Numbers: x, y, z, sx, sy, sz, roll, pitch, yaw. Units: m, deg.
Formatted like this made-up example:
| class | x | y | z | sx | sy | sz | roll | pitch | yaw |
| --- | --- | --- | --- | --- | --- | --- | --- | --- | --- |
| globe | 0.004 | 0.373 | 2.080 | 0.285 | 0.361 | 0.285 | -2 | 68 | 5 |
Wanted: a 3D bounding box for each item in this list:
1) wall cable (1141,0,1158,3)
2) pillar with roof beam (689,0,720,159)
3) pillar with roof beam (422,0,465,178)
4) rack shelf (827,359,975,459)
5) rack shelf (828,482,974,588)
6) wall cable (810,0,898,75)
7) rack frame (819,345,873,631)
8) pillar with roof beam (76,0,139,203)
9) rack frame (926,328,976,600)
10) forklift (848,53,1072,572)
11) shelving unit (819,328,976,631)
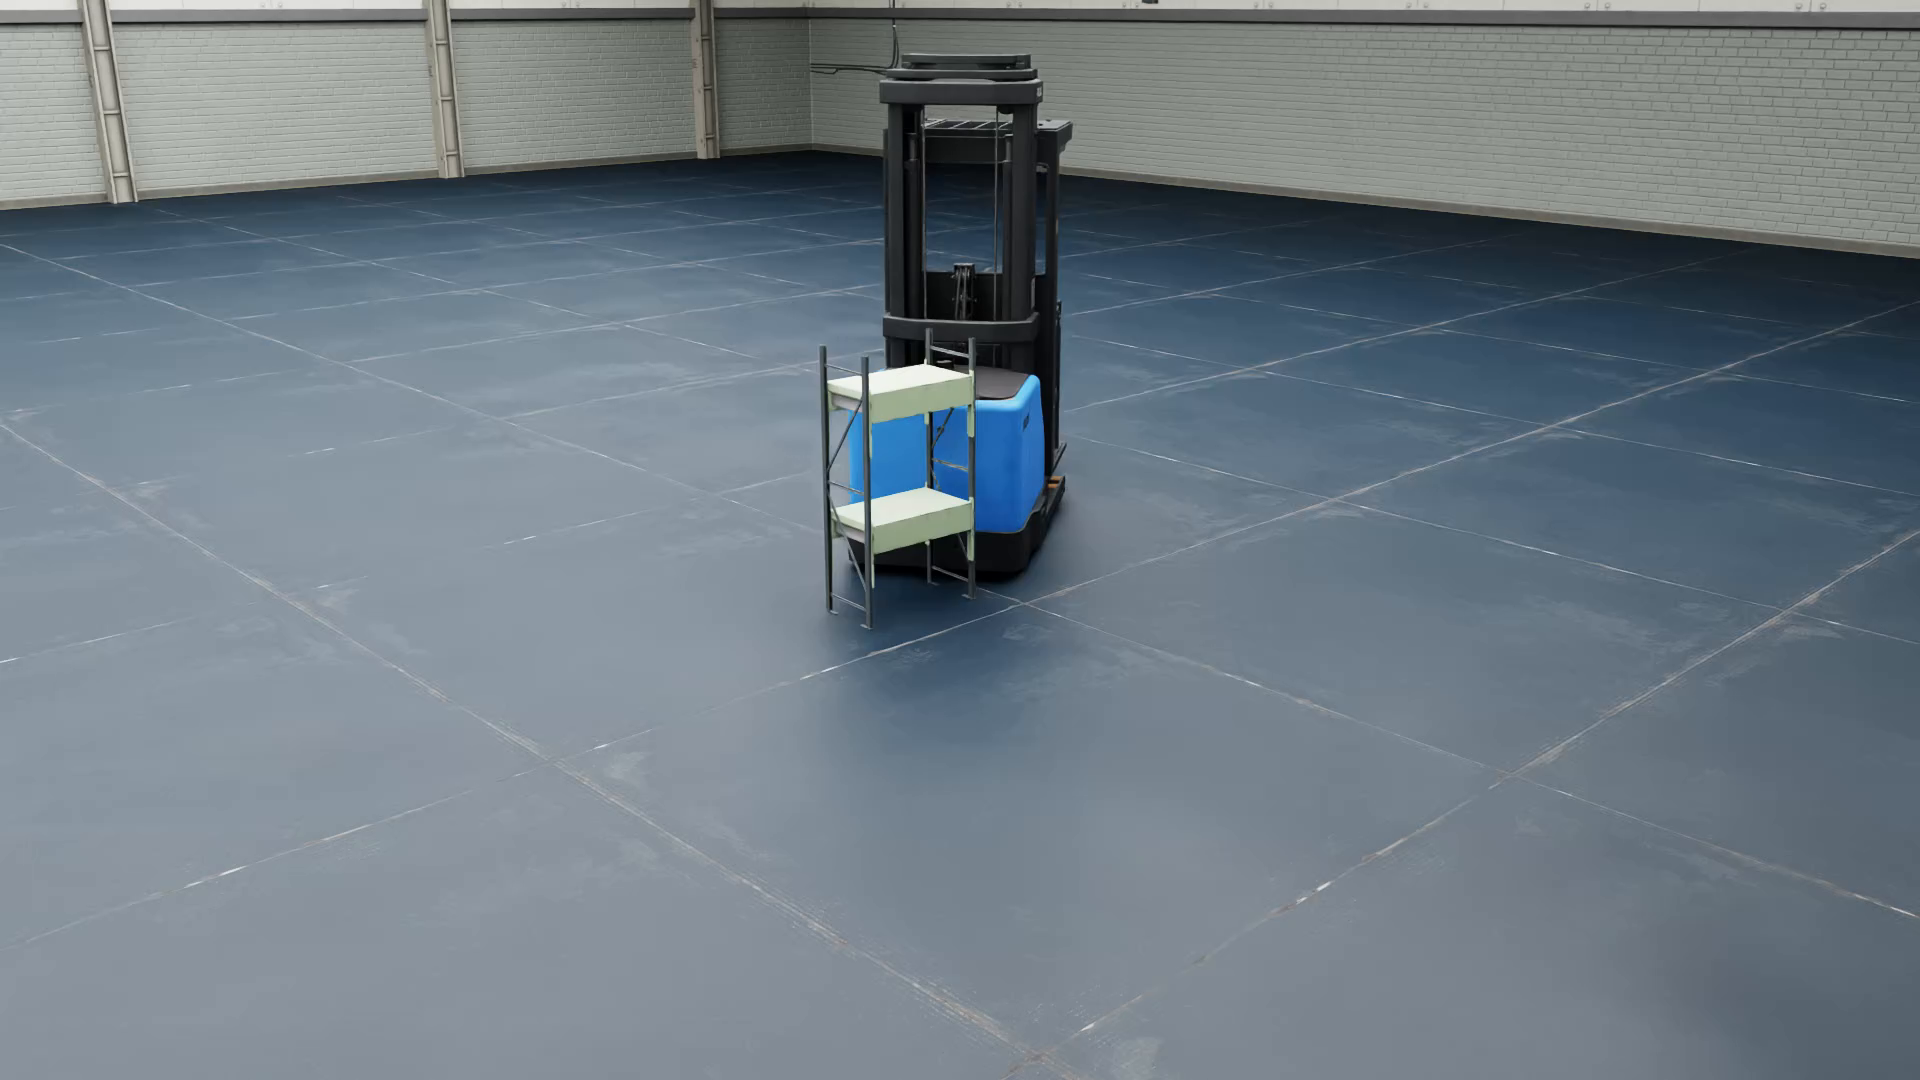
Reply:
| class | x | y | z | sx | sy | sz | roll | pitch | yaw |
| --- | --- | --- | --- | --- | --- | --- | --- | --- | --- |
| wall cable | 4.115 | -12.364 | 28.515 | 0.169 | 6.003 | 2.305 | -16 | 24 | -41 |
| pillar with roof beam | -2.487 | -11.585 | 31.624 | 0.400 | 9.000 | 9.100 | -16 | 24 | -41 |
| pillar with roof beam | -6.847 | -10.313 | 27.703 | 0.400 | 9.000 | 9.100 | -16 | 24 | -41 |
| rack shelf | -0.330 | -0.718 | 9.001 | 0.720 | 0.370 | 0.431 | -15 | 23 | -38 |
| rack shelf | -0.330 | -0.036 | 9.222 | 0.720 | 0.370 | 0.431 | -15 | 23 | -38 |
| wall cable | -2.396 | -11.400 | 36.090 | 0.112 | 2.526 | 3.097 | -16 | 24 | -41 |
| rack frame | -0.607 | -0.273 | 8.894 | 0.023 | 1.500 | 0.400 | -15 | 23 | -38 |
| pillar with roof beam | -11.206 | -9.042 | 23.782 | 0.400 | 9.000 | 9.100 | -16 | 24 | -41 |
| rack frame | -0.052 | -0.420 | 9.348 | 0.023 | 1.500 | 0.400 | -15 | 23 | -38 |
| forklift | 0.112 | -1.621 | 10.733 | 1.130 | 2.935 | 3.031 | 3 | 18 | 10 |
| shelving unit | -0.330 | -0.346 | 9.121 | 0.755 | 1.500 | 0.431 | -15 | 23 | -38 |
